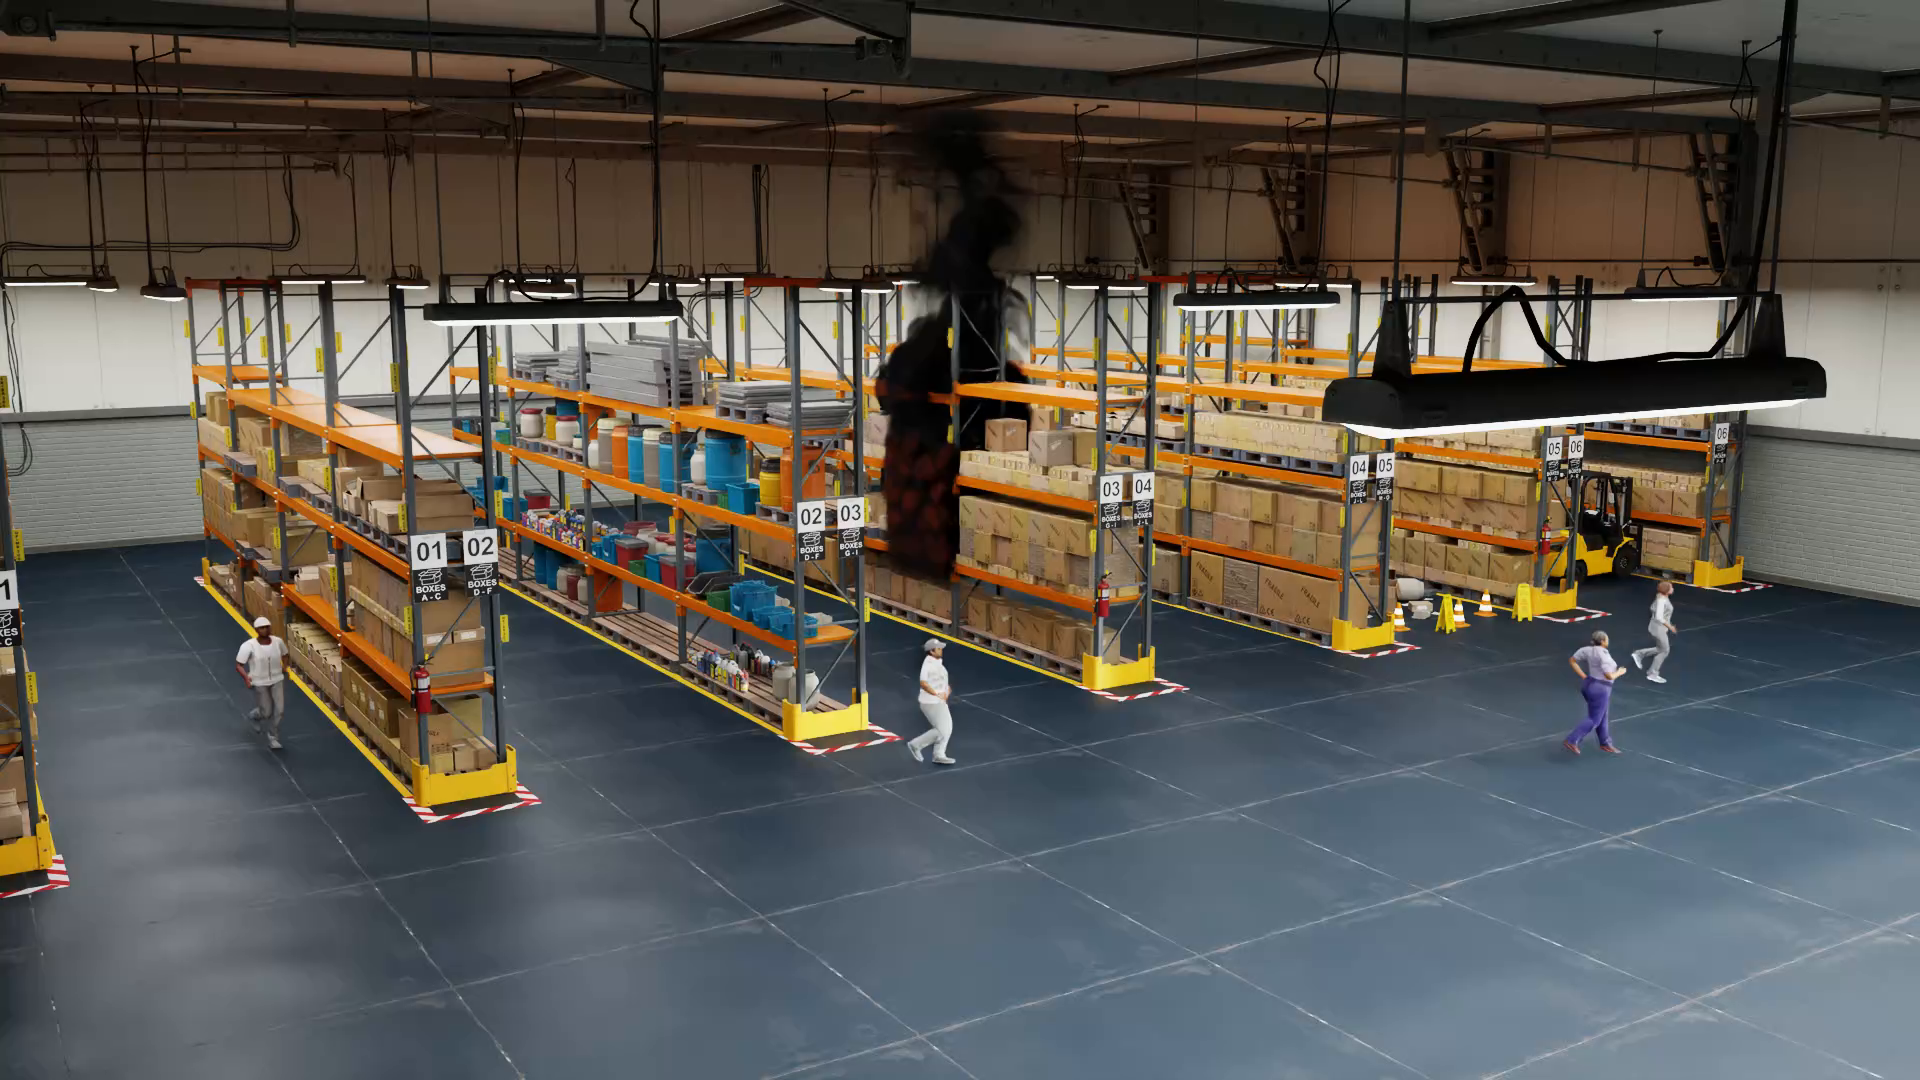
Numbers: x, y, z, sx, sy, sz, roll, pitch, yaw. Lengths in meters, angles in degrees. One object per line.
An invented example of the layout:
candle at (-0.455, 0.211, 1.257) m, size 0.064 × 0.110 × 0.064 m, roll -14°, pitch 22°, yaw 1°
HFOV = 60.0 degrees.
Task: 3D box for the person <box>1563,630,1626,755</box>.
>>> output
person at (8.132, 1.974, 21.261) m, size 0.886 × 1.664 × 0.602 m, roll -1°, pitch 10°, yaw -9°

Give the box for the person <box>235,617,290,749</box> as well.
person at (-9.110, 1.855, 21.835) m, size 0.701 × 1.726 × 0.661 m, roll -9°, pitch 13°, yaw -42°

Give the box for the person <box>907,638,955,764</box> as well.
person at (-0.358, 2.037, 21.010) m, size 0.602 × 1.627 × 0.635 m, roll 1°, pitch 10°, yaw 5°

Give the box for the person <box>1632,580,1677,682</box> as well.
person at (10.545, 1.373, 25.222) m, size 0.610 × 1.573 × 0.554 m, roll 3°, pitch 10°, yaw 20°

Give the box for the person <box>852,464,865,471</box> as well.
person at (-2.553, -1.471, 41.620) m, size 0.853 × 1.670 × 0.617 m, roll -8°, pitch 12°, yaw -38°
